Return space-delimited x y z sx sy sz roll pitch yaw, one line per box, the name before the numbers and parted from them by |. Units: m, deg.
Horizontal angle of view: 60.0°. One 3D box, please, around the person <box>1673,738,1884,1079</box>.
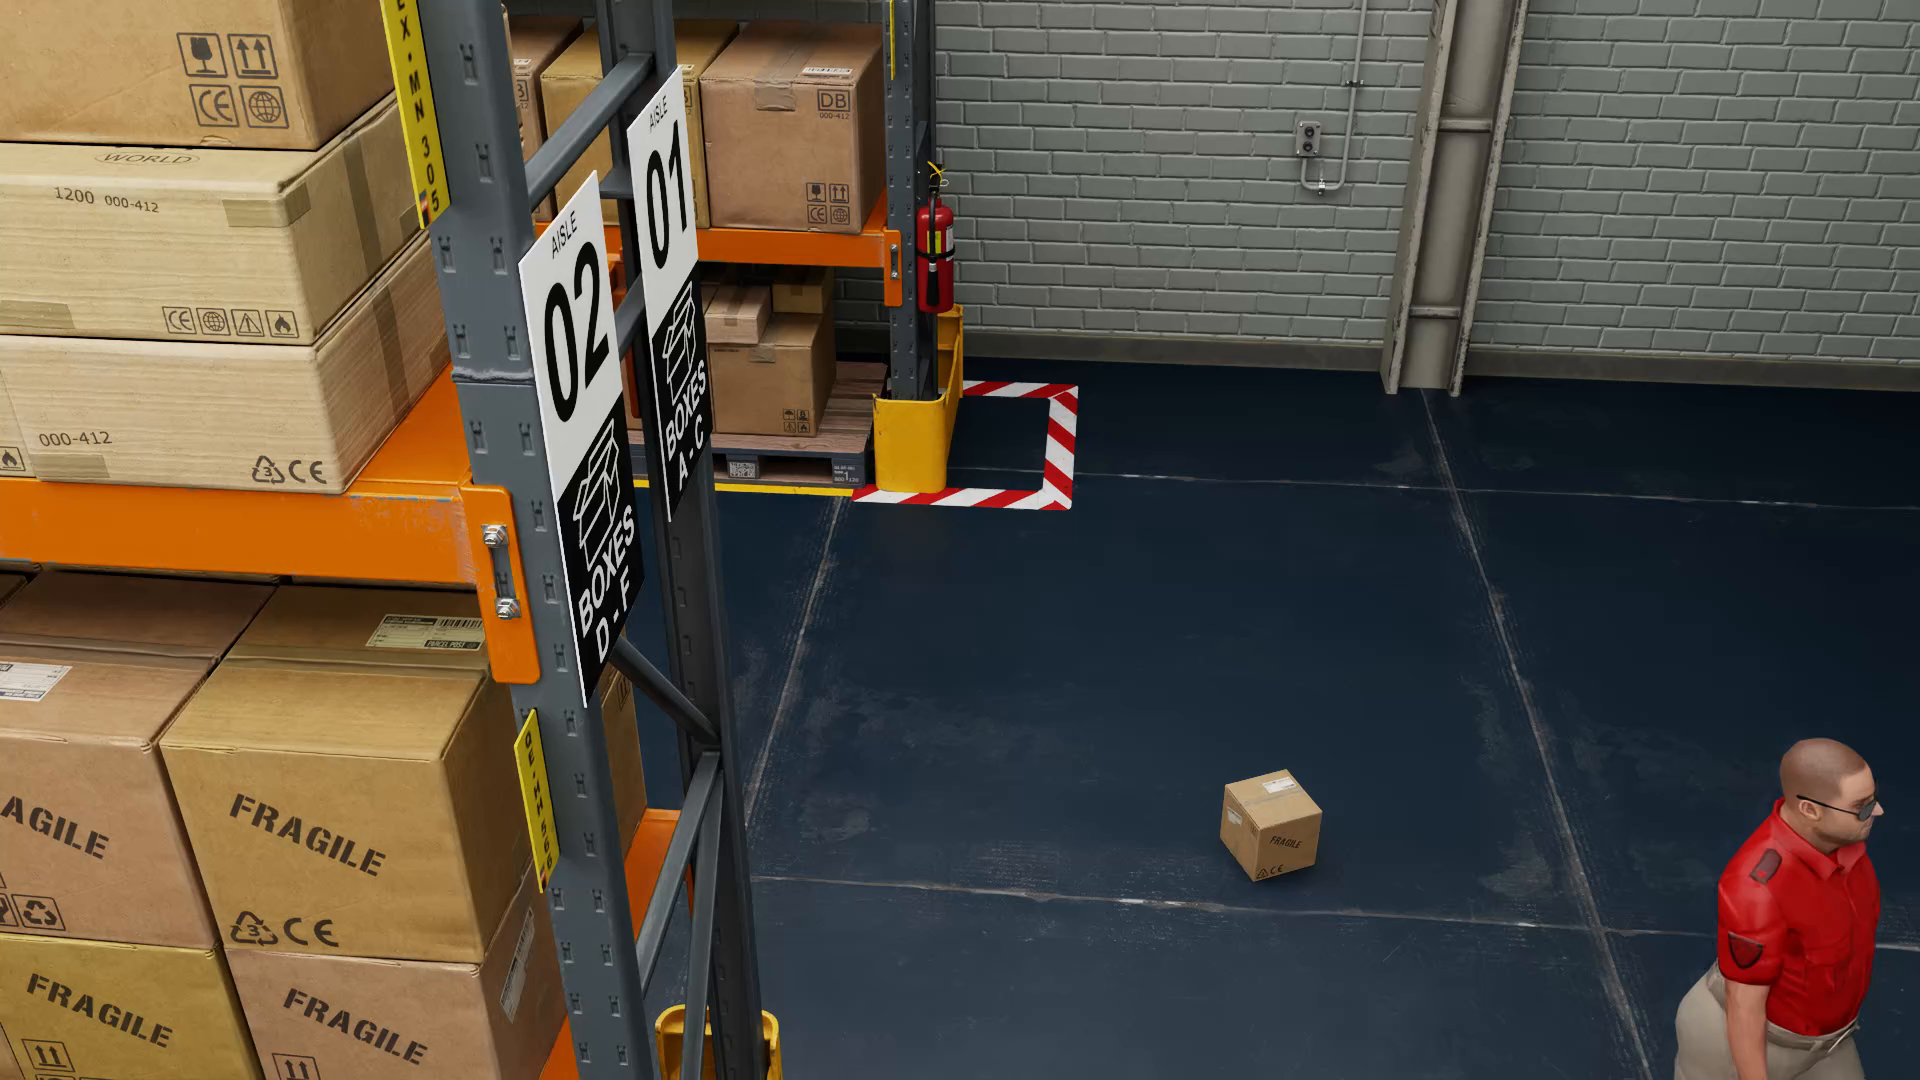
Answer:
person | 2.039 1.258 4.135 0.538 1.776 0.468 -23 38 -32
